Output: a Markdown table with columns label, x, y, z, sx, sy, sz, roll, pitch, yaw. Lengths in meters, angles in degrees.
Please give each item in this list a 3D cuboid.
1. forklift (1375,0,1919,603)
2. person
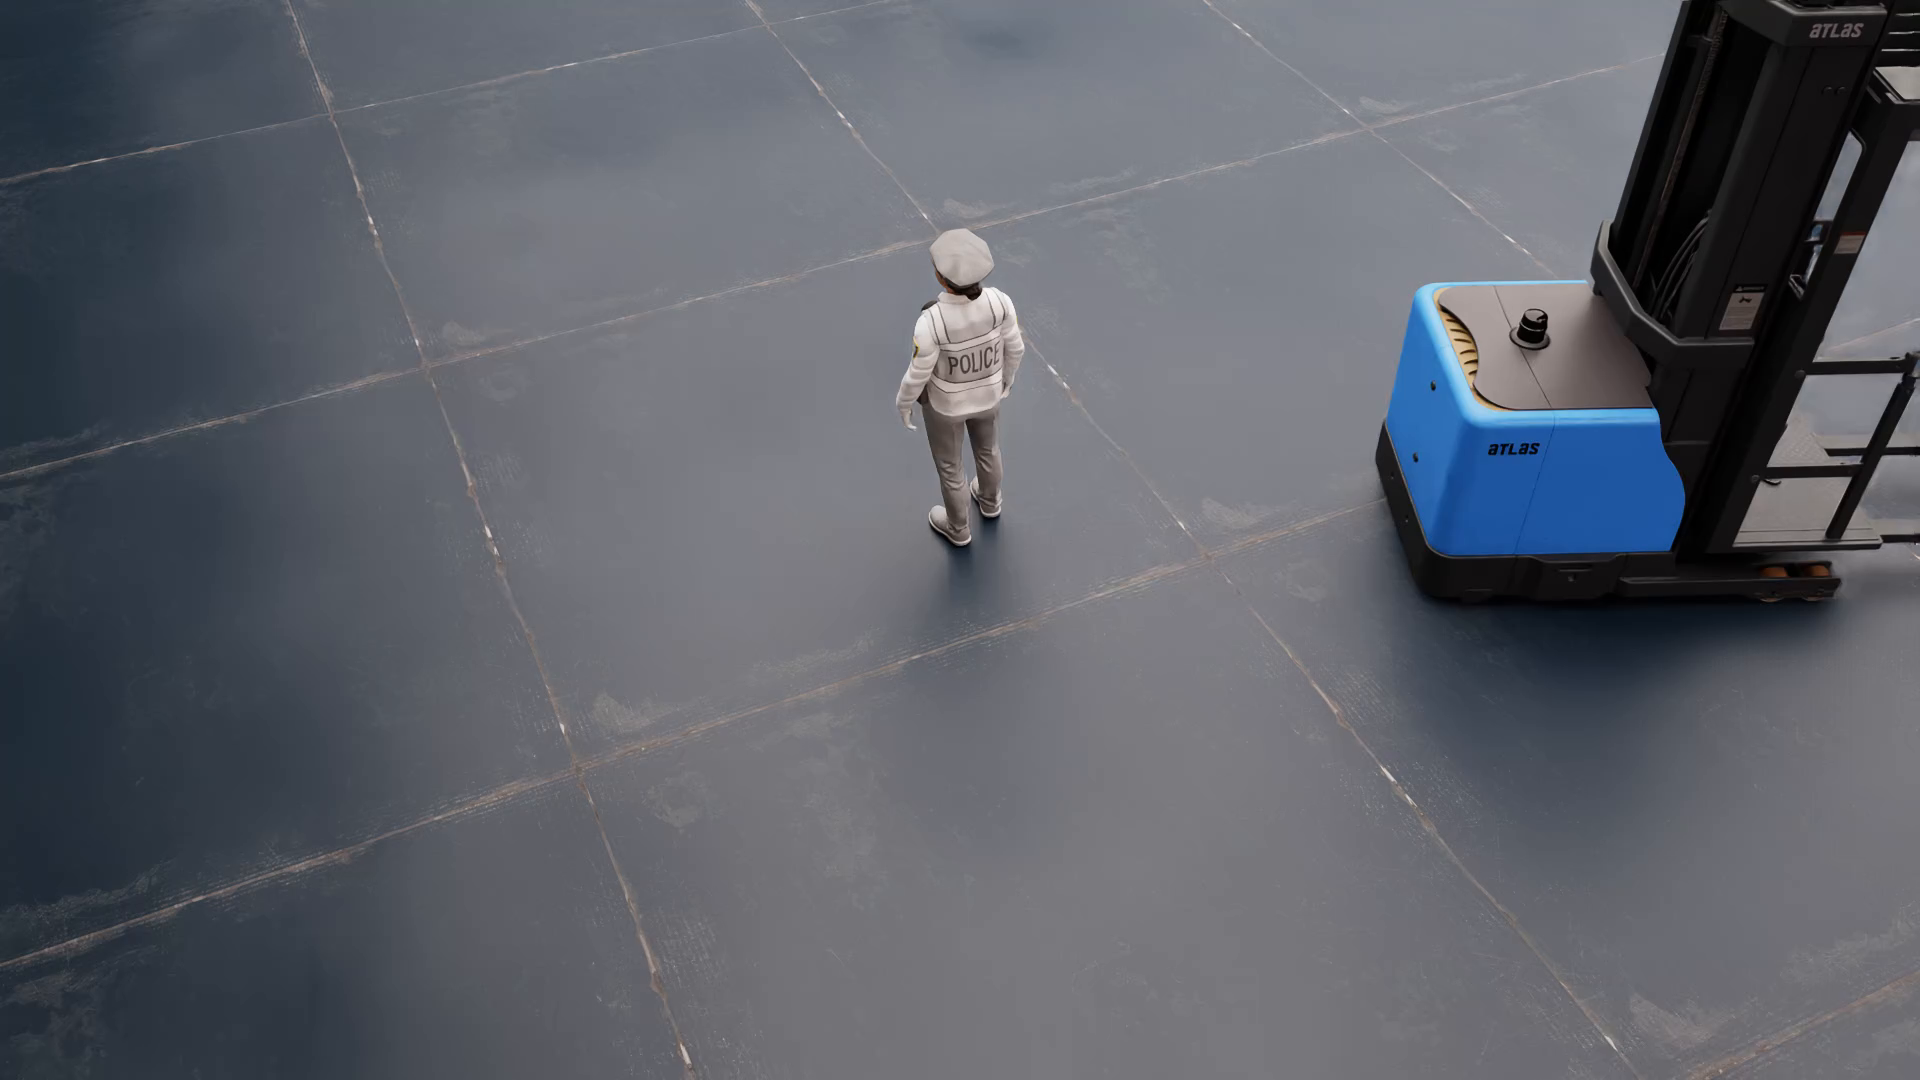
| label | x | y | z | sx | sy | sz | roll | pitch | yaw |
| --- | --- | --- | --- | --- | --- | --- | --- | --- | --- |
| forklift | 3.560 | -1.154 | 6.917 | 3.031 | 2.935 | 1.130 | -1 | 43 | -1 |
| person | -0.023 | -0.669 | 7.293 | 0.588 | 1.695 | 0.531 | -18 | 46 | -18 |
